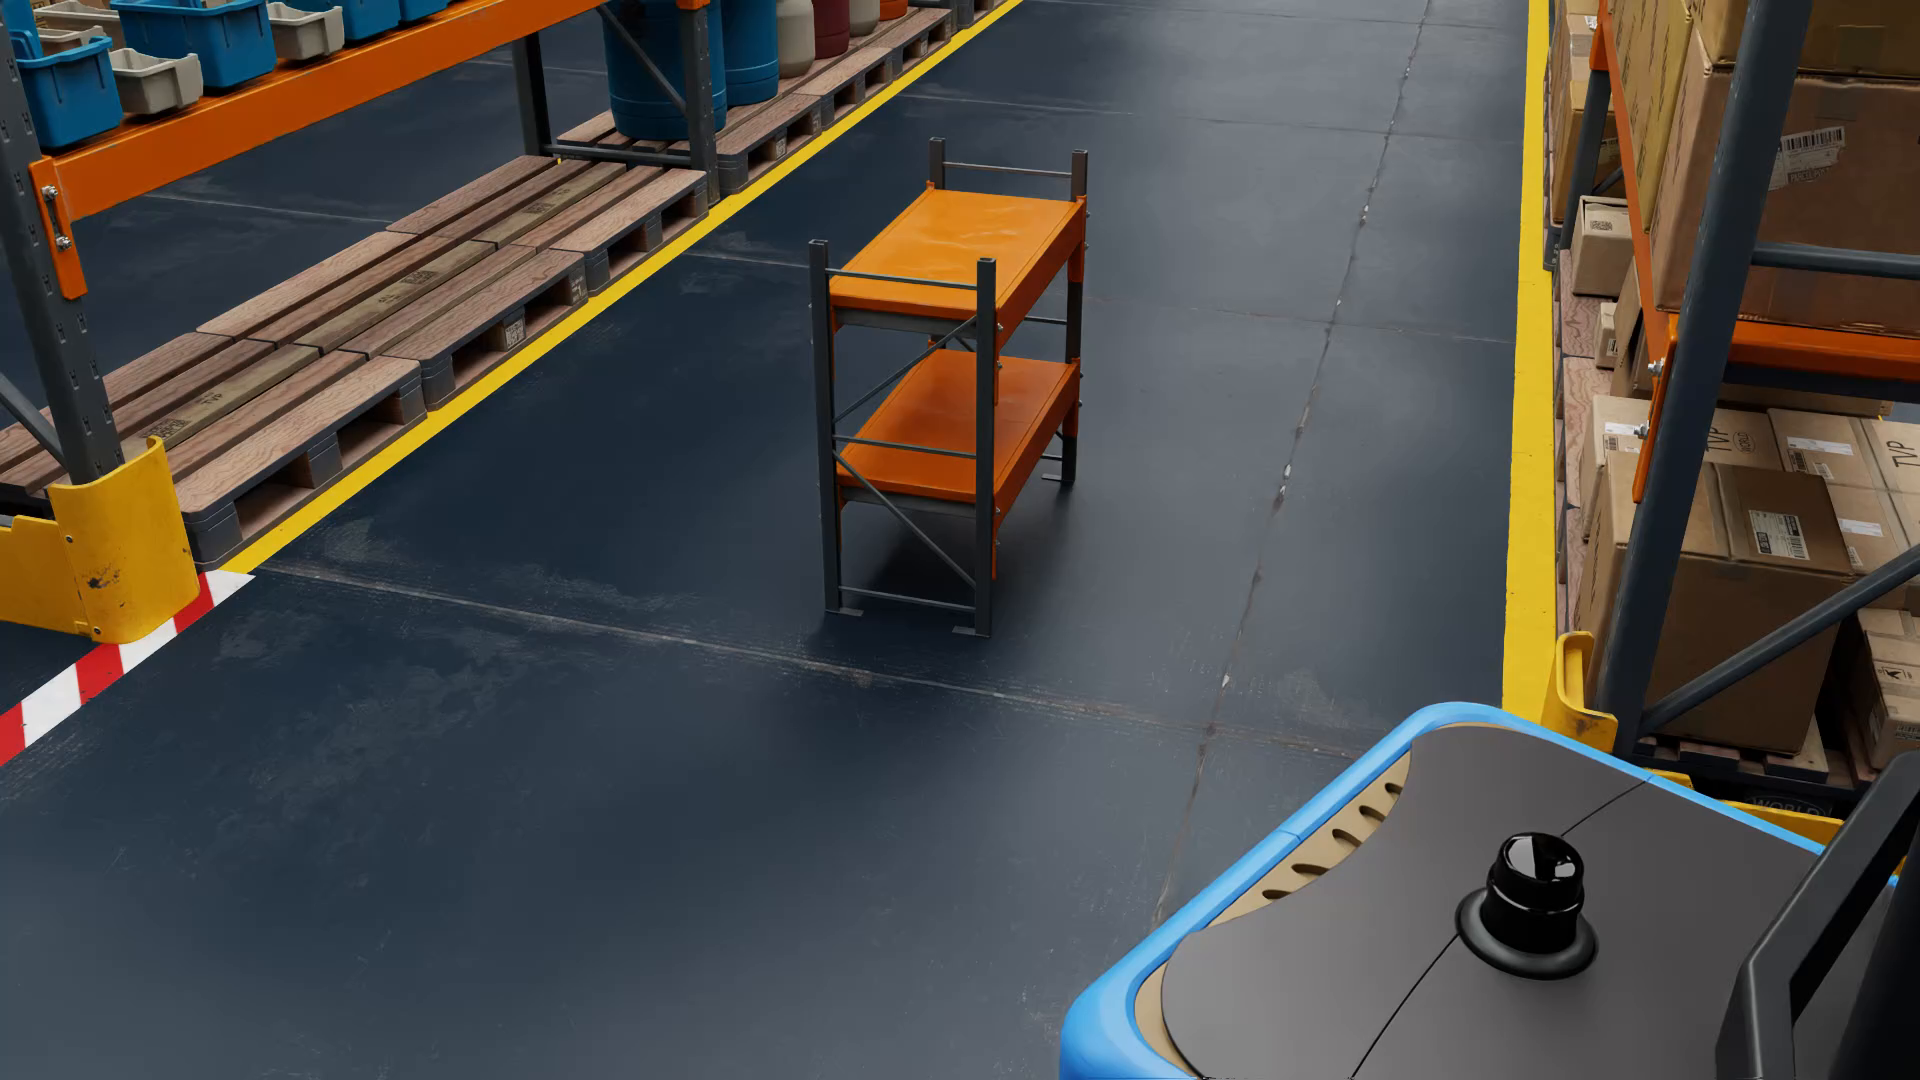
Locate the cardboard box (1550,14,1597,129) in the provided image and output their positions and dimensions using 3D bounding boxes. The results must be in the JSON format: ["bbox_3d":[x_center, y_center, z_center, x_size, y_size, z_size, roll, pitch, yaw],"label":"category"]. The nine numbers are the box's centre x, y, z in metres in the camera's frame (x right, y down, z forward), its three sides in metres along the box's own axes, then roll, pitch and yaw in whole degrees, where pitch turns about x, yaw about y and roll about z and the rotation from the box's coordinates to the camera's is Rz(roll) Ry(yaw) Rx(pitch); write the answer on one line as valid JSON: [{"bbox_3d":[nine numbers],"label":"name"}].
[{"bbox_3d":[3.365,-2.400,8.598,0.500,0.500,0.500,7,30,13],"label":"cardboard box"}]

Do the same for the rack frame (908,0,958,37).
[{"bbox_3d":[-0.514,-4.899,10.971,1.000,3.000,0.127,8,30,15],"label":"rack frame"}]

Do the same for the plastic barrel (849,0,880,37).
[{"bbox_3d":[-0.722,-3.491,10.566,0.421,0.512,0.421,0,29,0],"label":"plastic barrel"}]

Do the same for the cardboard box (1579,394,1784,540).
[{"bbox_3d":[2.104,-0.189,4.879,0.500,0.250,0.500,8,30,15],"label":"cardboard box"}]

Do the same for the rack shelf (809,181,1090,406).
[{"bbox_3d":[-0.002,-0.744,4.829,0.538,0.278,1.000,8,30,15],"label":"rack shelf"}]

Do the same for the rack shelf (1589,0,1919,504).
[{"bbox_3d":[2.459,-1.088,4.860,1.077,0.370,4.000,8,30,15],"label":"rack shelf"}]

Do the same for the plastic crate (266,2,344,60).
[{"bbox_3d":[-2.103,-1.613,5.273,0.250,0.136,0.298,8,30,15],"label":"plastic crate"}]

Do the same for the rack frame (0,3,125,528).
[{"bbox_3d":[-2.862,-1.181,4.288,1.000,3.000,0.127,8,30,15],"label":"rack frame"}]

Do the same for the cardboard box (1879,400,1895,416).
[{"bbox_3d":[2.930,-0.695,5.728,0.500,0.311,0.500,8,30,15],"label":"cardboard box"}]

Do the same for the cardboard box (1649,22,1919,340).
[{"bbox_3d":[1.743,-0.764,3.434,0.500,0.500,0.500,9,30,16],"label":"cardboard box"}]

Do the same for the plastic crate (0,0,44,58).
[{"bbox_3d":[-2.942,-1.405,4.593,0.616,0.435,0.499,8,30,15],"label":"plastic crate"}]

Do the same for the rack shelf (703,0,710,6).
[{"bbox_3d":[-1.101,-3.655,9.475,1.077,0.370,4.000,8,30,15],"label":"rack shelf"}]

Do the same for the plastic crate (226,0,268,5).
[{"bbox_3d":[-2.569,-1.903,5.795,0.298,0.136,0.250,8,30,15],"label":"plastic crate"}]

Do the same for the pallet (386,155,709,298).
[{"bbox_3d":[-1.867,-1.475,7.683,1.003,0.211,1.213,8,30,15],"label":"pallet"}]

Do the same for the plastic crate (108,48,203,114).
[{"bbox_3d":[-2.302,-1.297,4.706,0.250,0.136,0.298,8,30,15],"label":"plastic crate"}]

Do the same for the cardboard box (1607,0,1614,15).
[{"bbox_3d":[2.636,-2.178,5.976,0.500,0.500,0.500,9,30,16],"label":"cardboard box"}]

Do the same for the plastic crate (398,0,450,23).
[{"bbox_3d":[-2.000,-1.954,5.787,0.416,0.233,0.300,8,30,15],"label":"plastic crate"}]

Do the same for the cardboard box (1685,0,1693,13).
[{"bbox_3d":[1.887,-1.435,3.612,0.500,0.500,0.500,9,30,16],"label":"cardboard box"}]

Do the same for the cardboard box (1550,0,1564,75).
[{"bbox_3d":[3.665,-2.876,9.453,0.500,0.500,0.500,7,30,13],"label":"cardboard box"}]

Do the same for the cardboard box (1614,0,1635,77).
[{"bbox_3d":[2.340,-1.707,5.130,0.500,0.500,0.500,8,30,15],"label":"cardboard box"}]

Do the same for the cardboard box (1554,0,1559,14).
[{"bbox_3d":[4.289,-3.692,11.198,0.500,0.250,0.500,8,30,14],"label":"cardboard box"}]

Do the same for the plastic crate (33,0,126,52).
[{"bbox_3d":[-2.697,-1.630,5.304,0.396,0.136,0.243,8,30,15],"label":"plastic crate"}]

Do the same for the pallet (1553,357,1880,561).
[{"bbox_3d":[2.487,-0.225,5.438,1.003,0.211,1.213,8,30,15],"label":"pallet"}]

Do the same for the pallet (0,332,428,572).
[{"bbox_3d":[-2.583,-0.341,5.645,1.003,0.211,1.213,8,30,15],"label":"pallet"}]

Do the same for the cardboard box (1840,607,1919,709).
[{"bbox_3d":[2.397,0.311,4.067,0.380,0.166,0.250,8,30,15],"label":"cardboard box"}]

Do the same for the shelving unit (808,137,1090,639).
[{"bbox_3d":[-0.002,-0.488,4.971,0.538,1.125,1.048,8,30,15],"label":"shelving unit"}]

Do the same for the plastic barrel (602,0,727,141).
[{"bbox_3d":[-1.512,-2.557,8.488,0.600,0.901,0.708,8,30,15],"label":"plastic barrel"}]

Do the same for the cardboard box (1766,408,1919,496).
[{"bbox_3d":[2.596,-0.141,4.793,0.500,0.250,0.500,8,30,15],"label":"cardboard box"}]

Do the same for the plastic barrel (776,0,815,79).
[{"bbox_3d":[-1.053,-2.966,9.623,0.421,0.512,0.421,0,29,0],"label":"plastic barrel"}]

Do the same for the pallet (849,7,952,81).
[{"bbox_3d":[-0.706,-3.308,10.980,1.003,0.211,1.213,8,30,15],"label":"pallet"}]

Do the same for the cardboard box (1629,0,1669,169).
[{"bbox_3d":[2.044,-1.236,4.284,0.500,0.500,0.500,9,30,15],"label":"cardboard box"}]

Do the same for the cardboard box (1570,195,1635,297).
[{"bbox_3d":[2.716,-1.185,6.608,0.500,0.311,0.500,8,30,15],"label":"cardboard box"}]

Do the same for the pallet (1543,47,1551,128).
[{"bbox_3d":[3.965,-2.631,9.762,1.003,0.211,1.213,8,30,15],"label":"pallet"}]

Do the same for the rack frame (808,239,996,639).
[{"bbox_3d":[-0.151,-0.252,4.546,0.500,1.125,0.032,8,30,15],"label":"rack frame"}]

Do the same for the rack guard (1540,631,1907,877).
[{"bbox_3d":[1.894,0.584,3.686,1.175,0.500,0.348,8,30,15],"label":"rack guard"}]

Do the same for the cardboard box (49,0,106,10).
[{"bbox_3d":[-5.993,-3.718,10.601,1.225,0.875,0.875,7,30,13],"label":"cardboard box"}]

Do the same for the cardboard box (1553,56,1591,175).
[{"bbox_3d":[3.070,-1.930,7.753,0.500,0.500,0.500,9,30,15],"label":"cardboard box"}]

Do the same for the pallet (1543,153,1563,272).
[{"bbox_3d":[3.249,-1.497,7.723,1.003,0.211,1.213,8,30,15],"label":"pallet"}]

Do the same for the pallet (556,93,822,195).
[{"bbox_3d":[-1.422,-2.174,8.942,1.003,0.211,1.213,8,30,15],"label":"pallet"}]
